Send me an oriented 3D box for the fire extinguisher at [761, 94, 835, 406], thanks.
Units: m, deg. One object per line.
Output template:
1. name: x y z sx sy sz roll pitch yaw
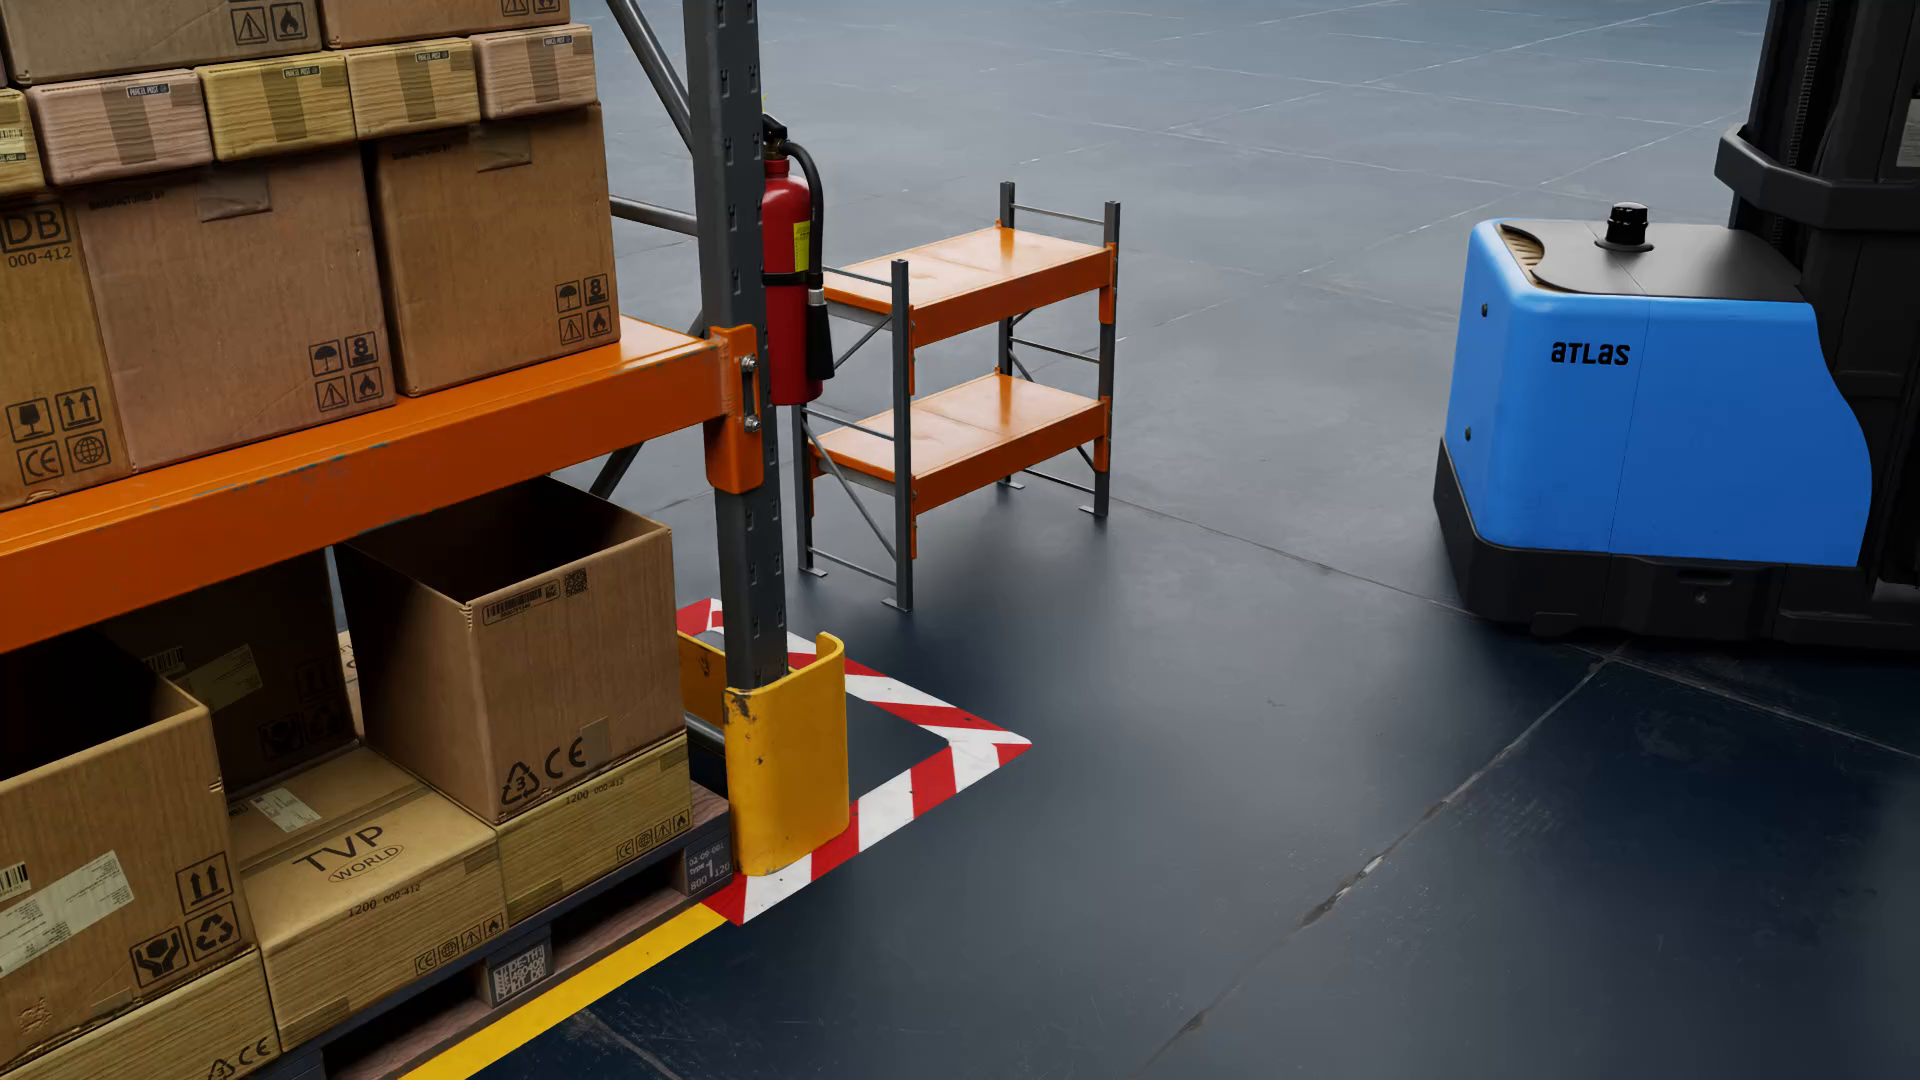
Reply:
1. fire extinguisher: -0.391 -0.634 3.592 0.296 0.674 0.183 20 31 38

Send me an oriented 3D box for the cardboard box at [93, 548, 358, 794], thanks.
1. cardboard box: -1.672 0.216 3.532 0.500 0.500 0.500 20 31 38

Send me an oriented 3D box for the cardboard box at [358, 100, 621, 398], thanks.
1. cardboard box: -1.137 -0.667 3.449 0.700 0.500 0.500 20 31 38

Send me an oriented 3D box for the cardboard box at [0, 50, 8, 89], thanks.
1. cardboard box: -1.855 -0.927 2.444 0.700 0.500 0.500 20 31 38

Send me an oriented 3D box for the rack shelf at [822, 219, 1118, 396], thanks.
1. rack shelf: -0.005 -0.778 5.396 0.538 0.278 1.000 20 31 38

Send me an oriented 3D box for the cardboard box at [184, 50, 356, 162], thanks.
1. cardboard box: -1.273 -0.775 2.898 0.380 0.149 0.250 20 31 37

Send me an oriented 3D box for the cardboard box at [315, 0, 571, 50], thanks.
1. cardboard box: -1.172 -1.243 3.148 0.700 0.500 0.500 20 31 38

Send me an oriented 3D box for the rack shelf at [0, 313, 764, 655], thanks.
1. rack shelf: -2.151 0.177 2.567 1.077 0.370 4.000 20 31 38

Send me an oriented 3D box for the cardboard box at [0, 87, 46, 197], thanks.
1. cardboard box: -1.618 -0.619 2.549 0.380 0.149 0.250 21 32 39

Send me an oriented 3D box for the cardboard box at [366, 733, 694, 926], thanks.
1. cardboard box: -0.954 0.547 3.711 0.500 0.250 0.500 20 31 38

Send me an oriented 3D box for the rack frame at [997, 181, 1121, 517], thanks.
1. rack frame: 0.335 -0.666 5.861 0.500 1.125 0.032 20 31 38

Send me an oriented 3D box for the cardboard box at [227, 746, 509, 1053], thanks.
1. cardboard box: -1.278 0.703 3.364 0.500 0.250 0.500 20 31 38

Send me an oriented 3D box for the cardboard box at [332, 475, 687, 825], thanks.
1. cardboard box: -0.952 0.205 3.557 0.500 0.500 0.500 20 31 38

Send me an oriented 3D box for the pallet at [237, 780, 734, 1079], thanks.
1. pallet: -1.295 0.757 3.804 1.003 0.211 1.213 20 31 38

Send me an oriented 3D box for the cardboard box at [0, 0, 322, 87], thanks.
1. cardboard box: -1.519 -1.081 2.787 0.700 0.500 0.500 19 30 36

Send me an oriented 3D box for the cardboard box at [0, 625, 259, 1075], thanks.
1. cardboard box: -1.609 0.514 2.868 0.500 0.500 0.500 20 31 38

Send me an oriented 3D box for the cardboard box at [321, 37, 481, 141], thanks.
1. cardboard box: -1.103 -0.853 3.071 0.380 0.149 0.250 21 32 39

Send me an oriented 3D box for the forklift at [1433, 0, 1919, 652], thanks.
1. forklift: 3.115 -1.155 4.744 3.031 2.935 1.130 3 24 7

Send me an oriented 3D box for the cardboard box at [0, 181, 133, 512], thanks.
1. cardboard box: -1.819 -0.356 2.755 0.700 0.500 0.500 20 31 38

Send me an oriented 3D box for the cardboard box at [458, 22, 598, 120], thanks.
1. cardboard box: -0.929 -0.933 3.250 0.380 0.149 0.250 20 31 37

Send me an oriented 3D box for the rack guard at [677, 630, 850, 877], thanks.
1. rack guard: -0.800 0.373 4.307 1.175 0.500 0.348 20 31 38

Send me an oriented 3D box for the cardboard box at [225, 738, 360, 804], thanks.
1. cardboard box: -1.670 0.559 3.685 0.500 0.250 0.500 20 31 38

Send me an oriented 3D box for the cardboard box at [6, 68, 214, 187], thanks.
1. cardboard box: -1.443 -0.699 2.728 0.380 0.149 0.250 21 31 38

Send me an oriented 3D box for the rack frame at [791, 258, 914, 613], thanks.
1. rack frame: -0.344 -0.356 5.170 0.500 1.125 0.032 20 31 38

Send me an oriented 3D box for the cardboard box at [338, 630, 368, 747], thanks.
1. cardboard box: -1.339 0.406 4.027 0.500 0.250 0.500 20 31 38

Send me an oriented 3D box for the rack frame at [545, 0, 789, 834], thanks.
1. rack frame: -0.816 -0.760 3.779 1.000 3.000 0.127 20 31 38

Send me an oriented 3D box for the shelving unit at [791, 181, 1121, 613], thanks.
1. shelving unit: -0.005 -0.511 5.515 0.538 1.125 1.048 20 31 38

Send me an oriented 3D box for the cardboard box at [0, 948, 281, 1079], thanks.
1. cardboard box: -1.611 0.855 3.023 0.500 0.250 0.500 20 31 38

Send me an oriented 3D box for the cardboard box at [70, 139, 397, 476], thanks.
1. cardboard box: -1.484 -0.506 3.089 0.700 0.500 0.500 21 32 39

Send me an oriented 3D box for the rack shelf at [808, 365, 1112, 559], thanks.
1. rack shelf: -0.005 -0.288 5.615 0.538 0.278 1.000 20 31 38
